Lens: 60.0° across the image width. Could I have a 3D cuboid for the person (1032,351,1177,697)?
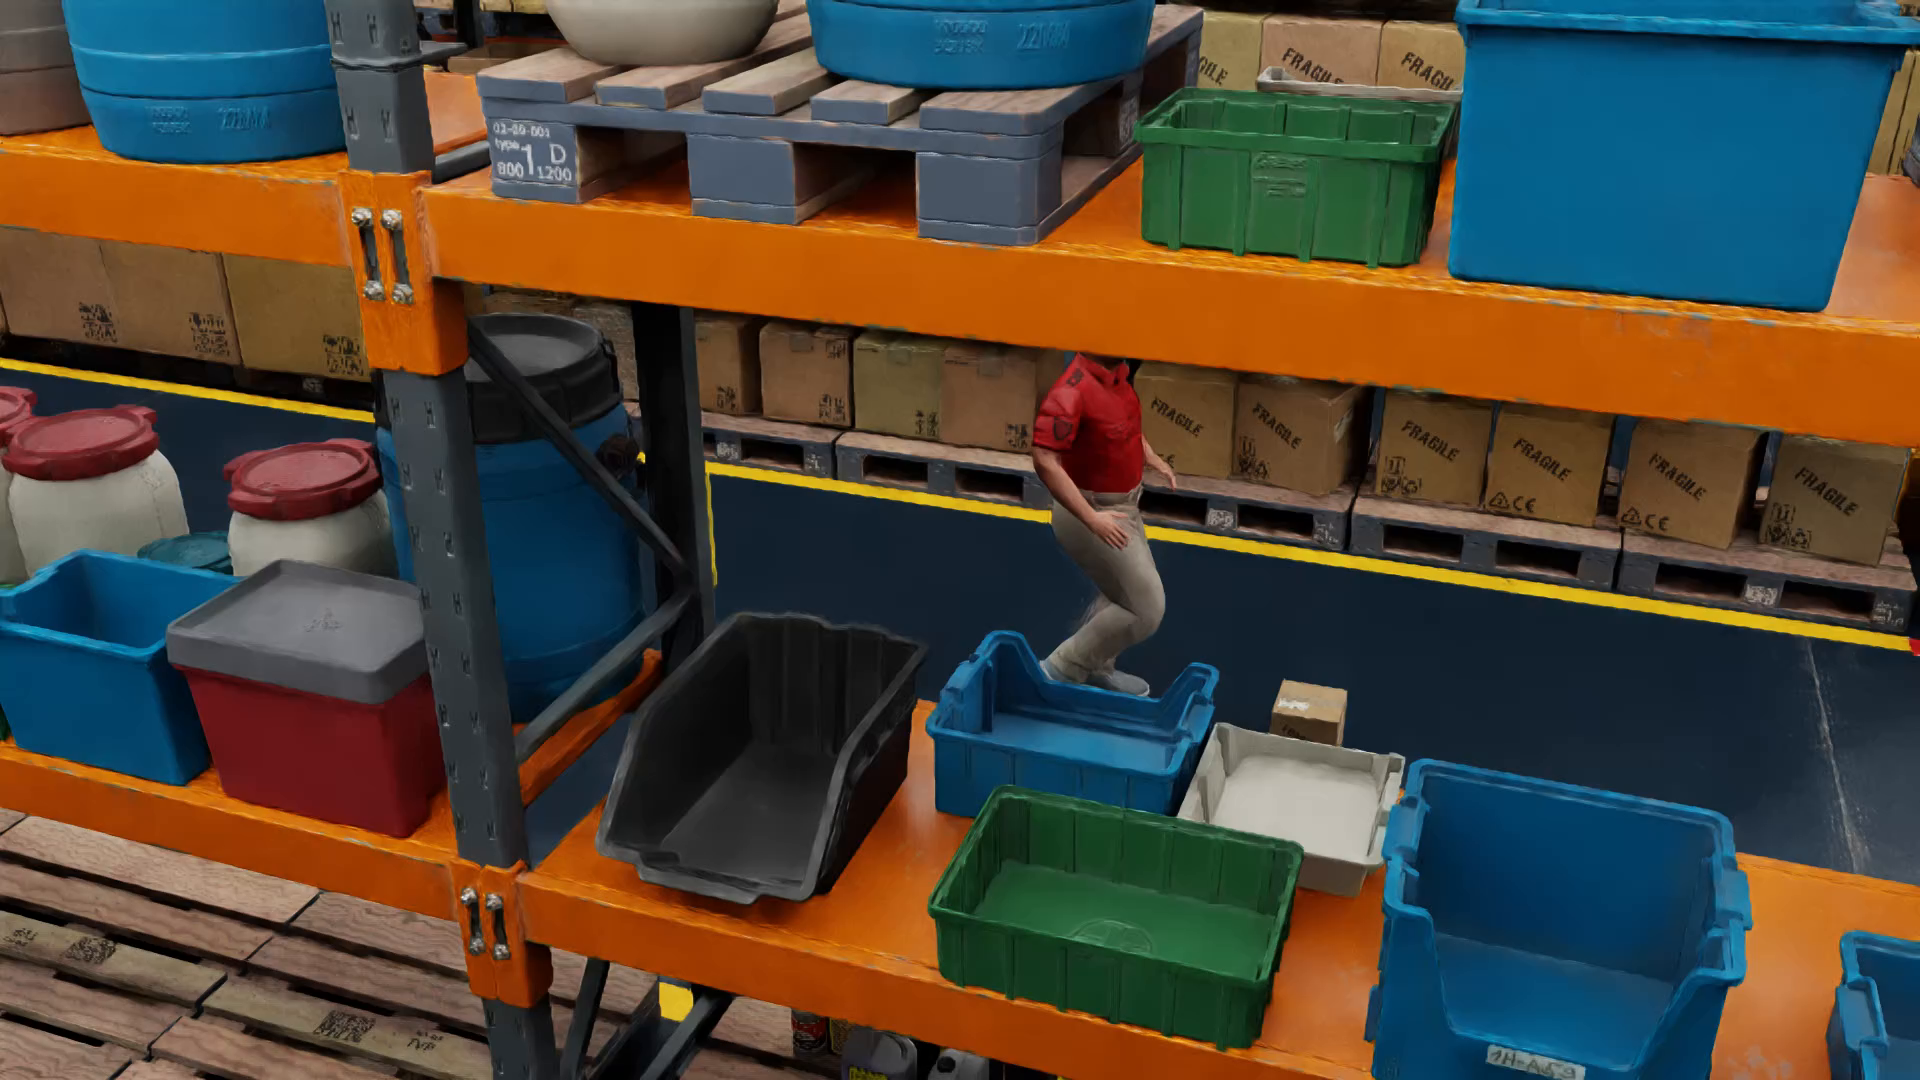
[{"bbox_3d":[0.579,-0.110,6.404,0.512,1.702,0.722,6,26,13],"label":"person"}]
